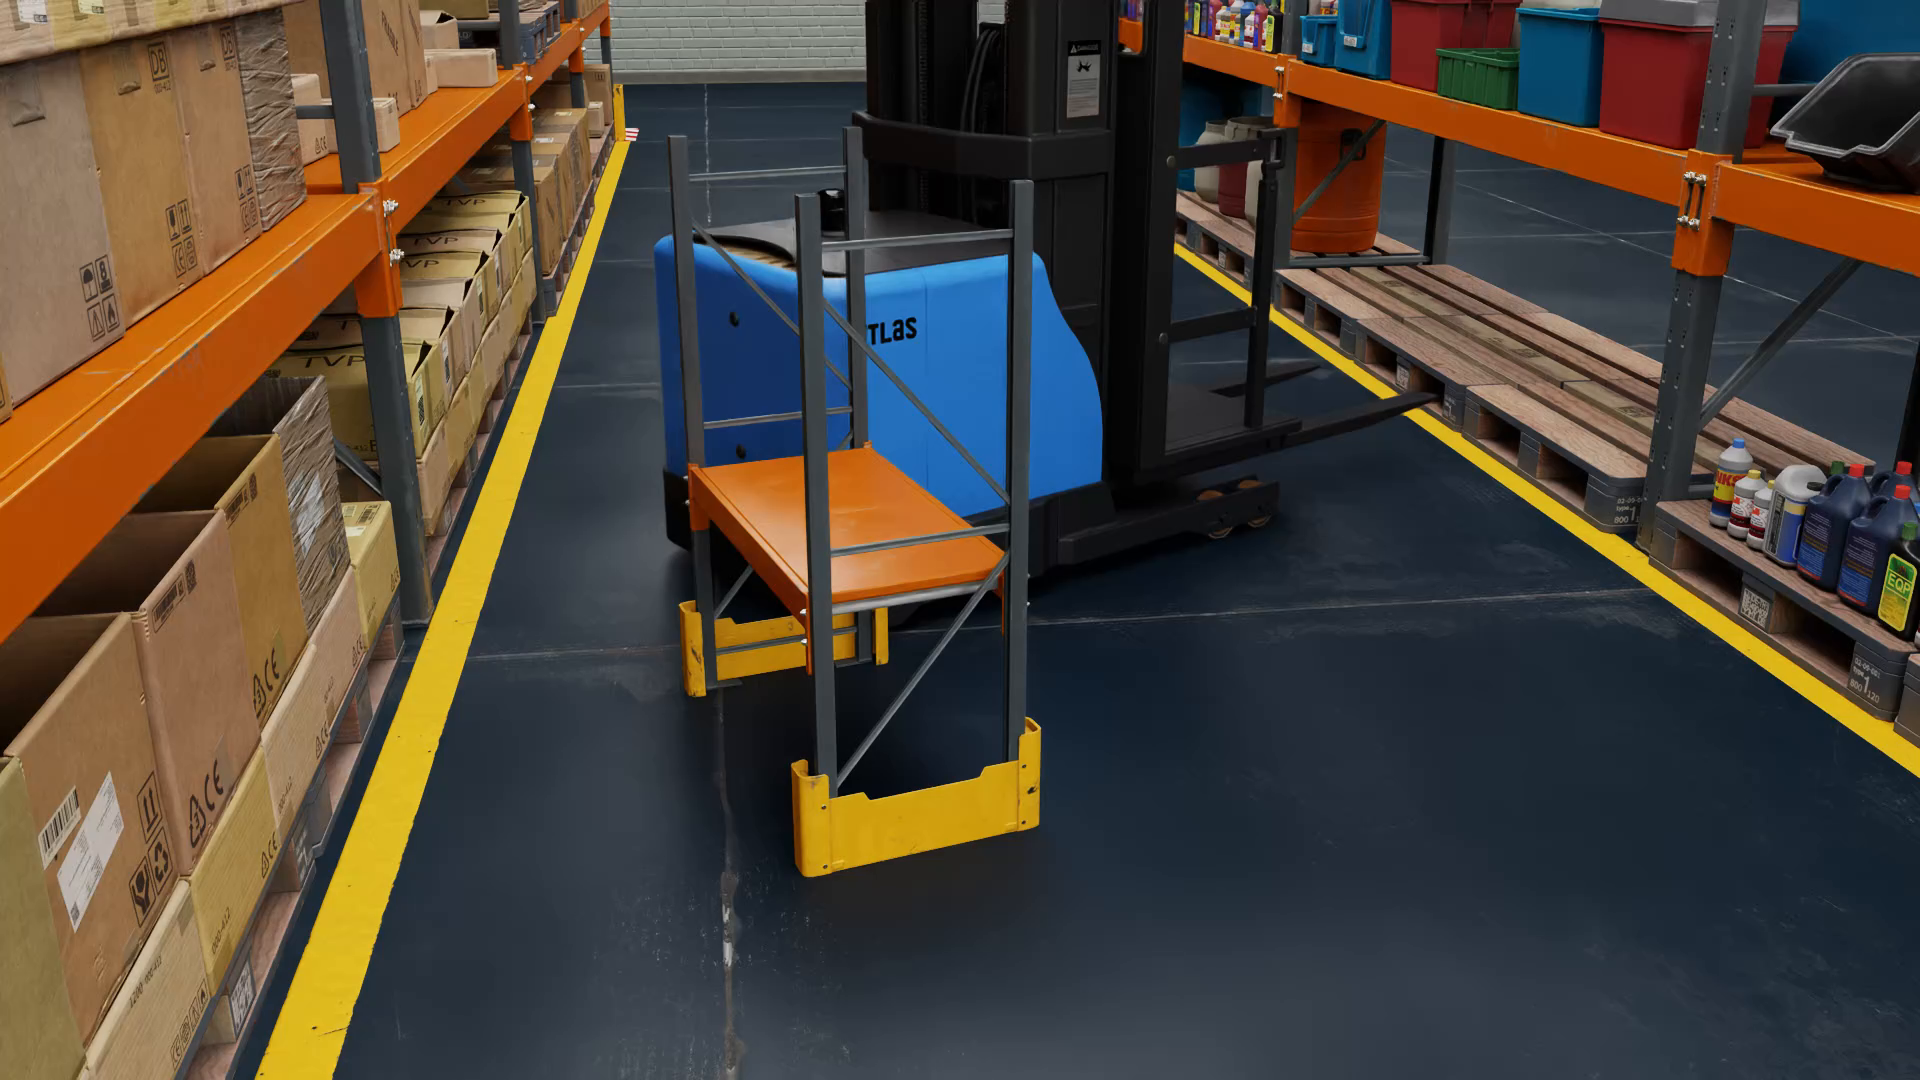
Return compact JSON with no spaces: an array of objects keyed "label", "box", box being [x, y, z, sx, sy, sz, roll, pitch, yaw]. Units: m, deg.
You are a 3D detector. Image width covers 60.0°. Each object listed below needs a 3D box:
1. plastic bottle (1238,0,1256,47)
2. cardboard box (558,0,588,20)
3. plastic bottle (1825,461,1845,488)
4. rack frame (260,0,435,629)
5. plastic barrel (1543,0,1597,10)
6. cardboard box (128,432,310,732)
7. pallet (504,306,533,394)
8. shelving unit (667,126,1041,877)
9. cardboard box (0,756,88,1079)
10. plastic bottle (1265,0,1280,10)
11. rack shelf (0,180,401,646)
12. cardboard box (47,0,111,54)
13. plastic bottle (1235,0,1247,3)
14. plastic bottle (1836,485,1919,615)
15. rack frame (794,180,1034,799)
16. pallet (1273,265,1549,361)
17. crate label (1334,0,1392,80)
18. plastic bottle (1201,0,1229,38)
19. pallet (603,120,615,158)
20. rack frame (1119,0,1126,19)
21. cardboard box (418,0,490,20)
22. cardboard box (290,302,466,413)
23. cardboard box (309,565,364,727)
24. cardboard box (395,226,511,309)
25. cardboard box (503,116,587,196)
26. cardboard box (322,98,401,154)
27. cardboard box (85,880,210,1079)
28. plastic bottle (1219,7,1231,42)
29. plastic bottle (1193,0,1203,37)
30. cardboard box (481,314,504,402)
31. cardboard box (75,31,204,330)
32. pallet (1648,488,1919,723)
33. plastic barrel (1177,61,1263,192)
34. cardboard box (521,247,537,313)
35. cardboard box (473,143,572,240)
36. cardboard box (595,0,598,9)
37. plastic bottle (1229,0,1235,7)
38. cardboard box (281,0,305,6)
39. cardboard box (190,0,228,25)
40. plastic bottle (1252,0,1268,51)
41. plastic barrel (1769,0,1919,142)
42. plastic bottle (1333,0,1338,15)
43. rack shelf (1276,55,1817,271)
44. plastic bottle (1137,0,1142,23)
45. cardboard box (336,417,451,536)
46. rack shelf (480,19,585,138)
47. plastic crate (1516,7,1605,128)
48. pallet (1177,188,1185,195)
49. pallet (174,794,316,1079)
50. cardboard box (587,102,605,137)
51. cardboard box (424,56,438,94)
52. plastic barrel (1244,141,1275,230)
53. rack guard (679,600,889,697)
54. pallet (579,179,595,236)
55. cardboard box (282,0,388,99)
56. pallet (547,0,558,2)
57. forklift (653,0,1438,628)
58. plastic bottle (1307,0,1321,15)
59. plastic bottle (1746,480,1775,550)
[{"label":"plastic bottle","box":[1.680,-3.018,9.694,0.097,0.271,0.097,0,20,0]},{"label":"cardboard box","box":[-3.062,-4.145,12.384,0.500,0.500,0.500,-2,21,-6]},{"label":"plastic bottle","box":[2.588,-0.083,4.905,0.061,0.283,0.133,-3,21,-8]},{"label":"rack frame","box":[-2.105,-1.138,4.476,1.000,3.000,0.127,-3,21,-8]},{"label":"plastic barrel","box":[2.708,-2.197,7.116,0.433,0.535,0.433,0,20,0]},{"label":"cardboard box","box":[-1.686,0.098,3.424,0.500,0.500,0.500,-3,21,-8]},{"label":"pallet","box":[-2.602,-0.930,7.904,1.003,0.211,1.213,-3,21,-8]},{"label":"shelving unit","box":[-0.289,-0.163,4.009,0.587,1.500,1.083,-9,22,-22]},{"label":"cardboard box","box":[-1.460,0.617,2.035,0.500,0.500,0.500,-3,21,-8]},{"label":"plastic bottle","box":[2.078,-3.535,11.079,0.097,0.271,0.097,0,20,0]},{"label":"rack shelf","box":[-1.817,-0.109,2.748,1.077,0.370,4.000,-3,21,-8]},{"label":"cardboard box","box":[-1.631,-0.874,2.699,0.380,0.149,0.250,-2,21,-6]},{"label":"plastic bottle","box":[1.984,-3.760,11.568,0.144,0.351,0.185,-3,21,-8]},{"label":"plastic bottle","box":[2.530,0.014,4.549,0.144,0.351,0.185,-4,21,-10]},{"label":"rack frame","box":[-0.085,0.003,3.563,0.500,1.500,0.032,-9,22,-22]},{"label":"pallet","box":[2.294,-1.195,8.614,1.003,0.211,1.213,-3,21,-8]},{"label":"crate label","box":[2.096,-2.431,7.886,0.502,0.435,0.616,-3,21,-8]},{"label":"plastic bottle","box":[1.593,-3.320,10.389,0.144,0.351,0.185,-3,21,-8]},{"label":"pallet","box":[-3.708,-3.684,15.279,1.003,0.211,1.213,-3,21,-8]},{"label":"rack frame","box":[1.644,-4.157,12.558,1.000,3.000,0.127,-3,21,-8]},{"label":"cardboard box","box":[-2.884,-2.979,8.662,0.700,0.500,0.500,-10,23,-26]},{"label":"cardboard box","box":[-1.985,-0.639,5.667,0.500,0.311,0.500,-3,21,-8]},{"label":"cardboard box","box":[-1.760,0.276,4.019,0.500,0.250,0.500,-3,21,-8]},{"label":"cardboard box","box":[-2.211,-1.171,7.093,0.500,0.311,0.500,-3,21,-8]},{"label":"cardboard box","box":[-2.841,-2.615,11.375,0.500,0.500,0.500,-3,21,-8]},{"label":"cardboard box","box":[-2.031,-1.338,5.369,0.380,0.149,0.250,-3,21,-8]},{"label":"cardboard box","box":[-1.533,0.795,2.630,0.500,0.250,0.500,-3,21,-8]},{"label":"plastic bottle","box":[1.624,-3.120,10.067,0.097,0.201,0.097,0,20,0]},{"label":"plastic bottle","box":[1.529,-3.341,10.542,0.061,0.283,0.133,-3,21,-8]},{"label":"cardboard box","box":[-2.140,-0.731,6.717,0.500,0.250,0.500,-3,21,-7]},{"label":"cardboard box","box":[-1.884,-0.676,3.095,0.700,0.500,0.500,-3,21,-7]},{"label":"pallet","box":[2.853,0.154,5.002,1.003,0.211,1.213,-3,21,-8]},{"label":"plastic barrel","box":[1.807,-2.936,11.689,0.600,0.901,0.708,-3,21,-8]},{"label":"cardboard box","box":[-2.365,-1.262,8.137,0.500,0.250,0.500,-2,21,-6]},{"label":"cardboard box","box":[-2.613,-2.085,9.956,0.500,0.500,0.500,-3,21,-8]},{"label":"cardboard box","box":[-3.284,-4.672,13.794,0.500,0.500,0.500,-3,21,-9]},{"label":"plastic bottle","box":[1.691,-3.303,10.438,0.061,0.283,0.133,-3,21,-8]},{"label":"cardboard box","box":[-1.854,-1.406,4.122,0.380,0.149,0.250,-3,21,-8]},{"label":"cardboard box","box":[-1.741,-1.138,3.407,0.380,0.149,0.250,-3,21,-8]},{"label":"plastic bottle","box":[1.707,-2.915,9.402,0.061,0.283,0.133,-3,21,-8]},{"label":"plastic barrel","box":[3.041,-1.771,5.453,0.600,0.901,0.708,-3,21,-8]},{"label":"plastic bottle","box":[2.355,-3.239,10.285,0.097,0.271,0.097,0,20,0]},{"label":"rack shelf","box":[2.509,-1.742,7.122,1.077,0.370,4.000,-3,21,-8]},{"label":"plastic bottle","box":[1.328,-3.830,11.967,0.097,0.201,0.097,0,20,0]},{"label":"cardboard box","box":[-1.918,-0.199,5.291,0.500,0.250,0.500,-3,21,-9]},{"label":"rack shelf","box":[-2.970,-2.879,10.164,1.077,0.370,4.000,-3,21,-8]},{"label":"plastic crate","box":[2.330,-1.745,6.125,0.392,0.384,0.575,-3,21,-8]},{"label":"pallet","box":[1.714,-2.581,12.325,1.003,0.211,1.213,-3,21,-8]},{"label":"pallet","box":[-1.853,0.869,3.088,1.003,0.211,1.213,-3,21,-8]},{"label":"cardboard box","box":[-3.406,-3.705,14.649,0.500,0.250,0.500,-3,21,-8]},{"label":"cardboard box","box":[-2.442,-1.967,7.054,0.380,0.149,0.250,-1,21,-4]},{"label":"plastic barrel","box":[1.963,-2.162,10.174,0.421,0.512,0.421,0,20,0]},{"label":"rack guard","box":[-0.486,0.262,4.656,0.587,0.250,0.087,-9,22,-22]},{"label":"pallet","box":[-3.104,-2.322,11.632,1.003,0.211,1.213,-3,21,-8]},{"label":"cardboard box","box":[-2.276,-1.634,5.661,0.500,0.500,0.500,-1,21,-4]},{"label":"pallet","box":[-3.251,-3.536,11.171,1.003,0.211,1.213,-3,21,-8]},{"label":"forklift","box":[0.500,-1.508,5.564,3.031,2.935,1.130,-15,25,-35]},{"label":"plastic bottle","box":[2.278,-3.360,10.602,0.152,0.276,0.135,-3,21,-8]},{"label":"plastic bottle","box":[2.438,-0.079,5.011,0.097,0.201,0.097,0,20,0]}]
